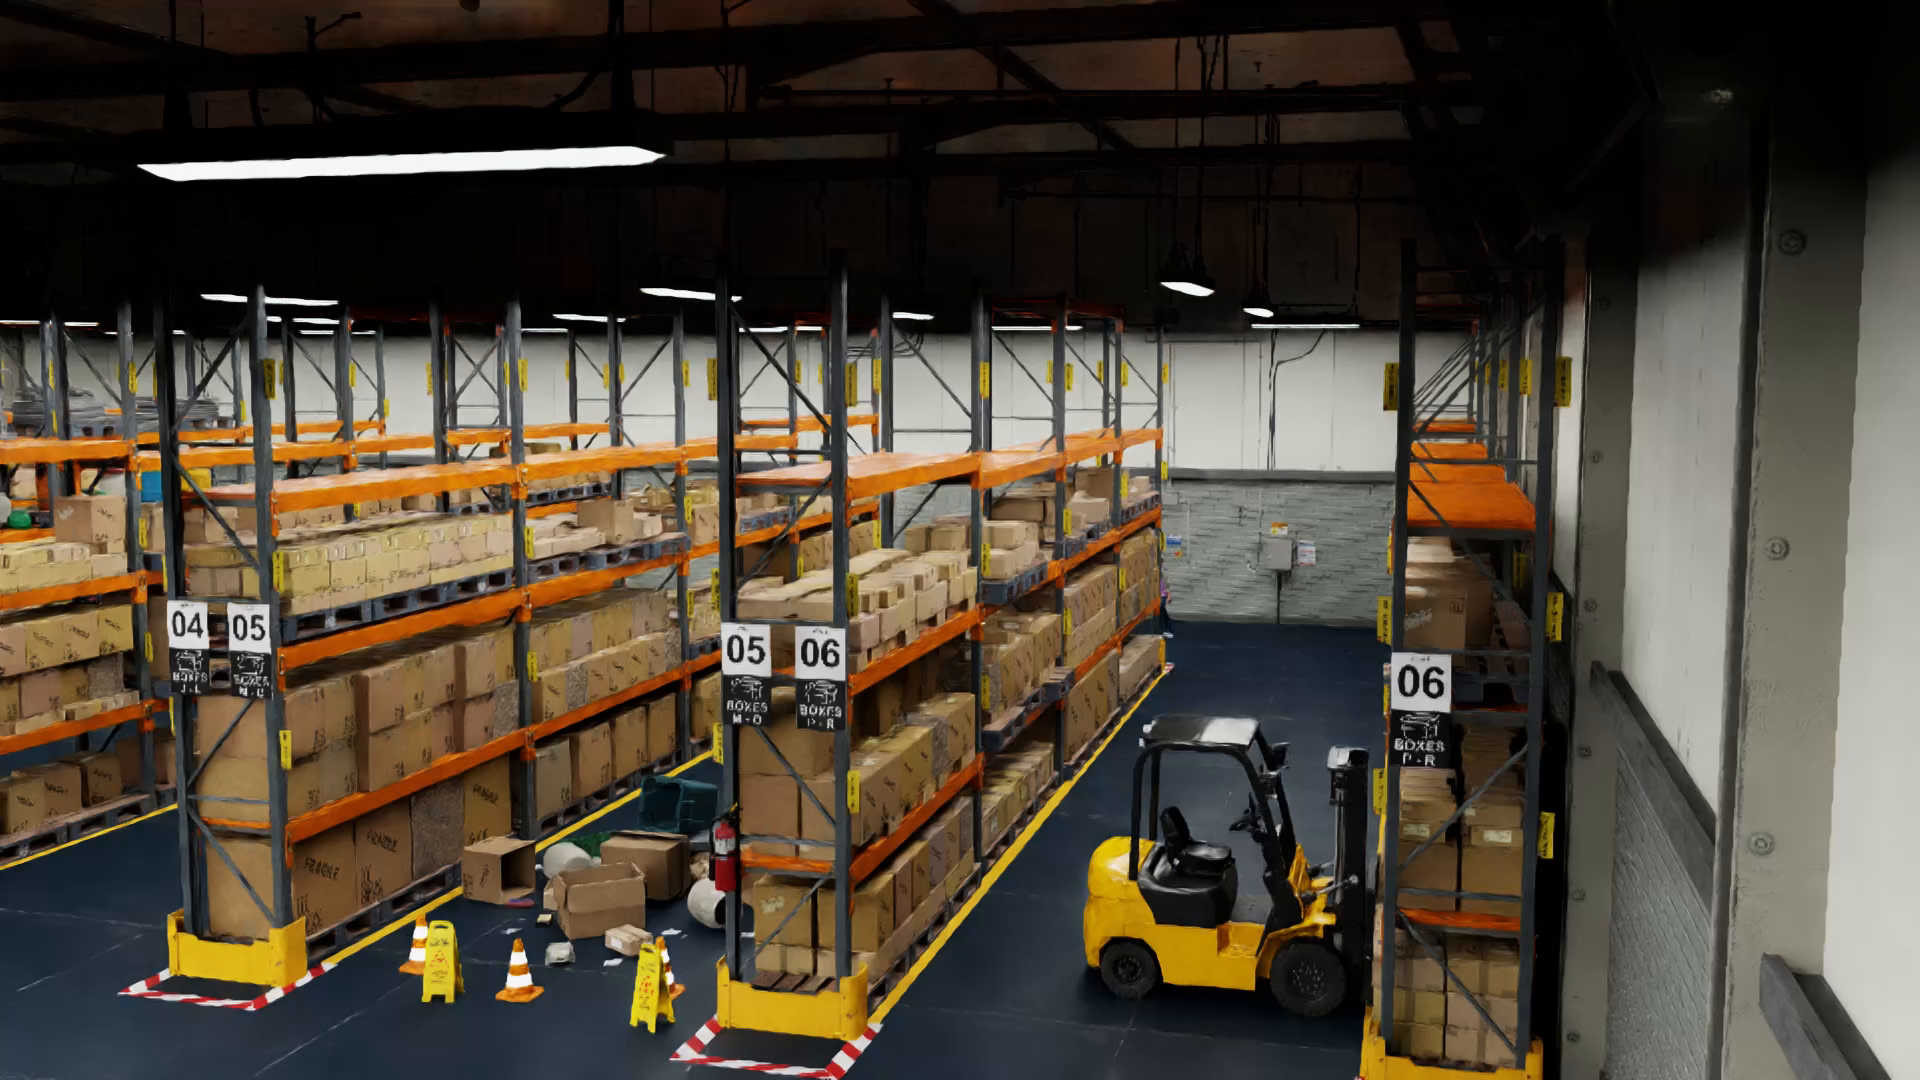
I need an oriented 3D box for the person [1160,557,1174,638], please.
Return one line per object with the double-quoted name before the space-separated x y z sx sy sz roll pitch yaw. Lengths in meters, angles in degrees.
"person" 3.795 1.071 31.344 0.527 1.614 0.508 -2 6 -19
